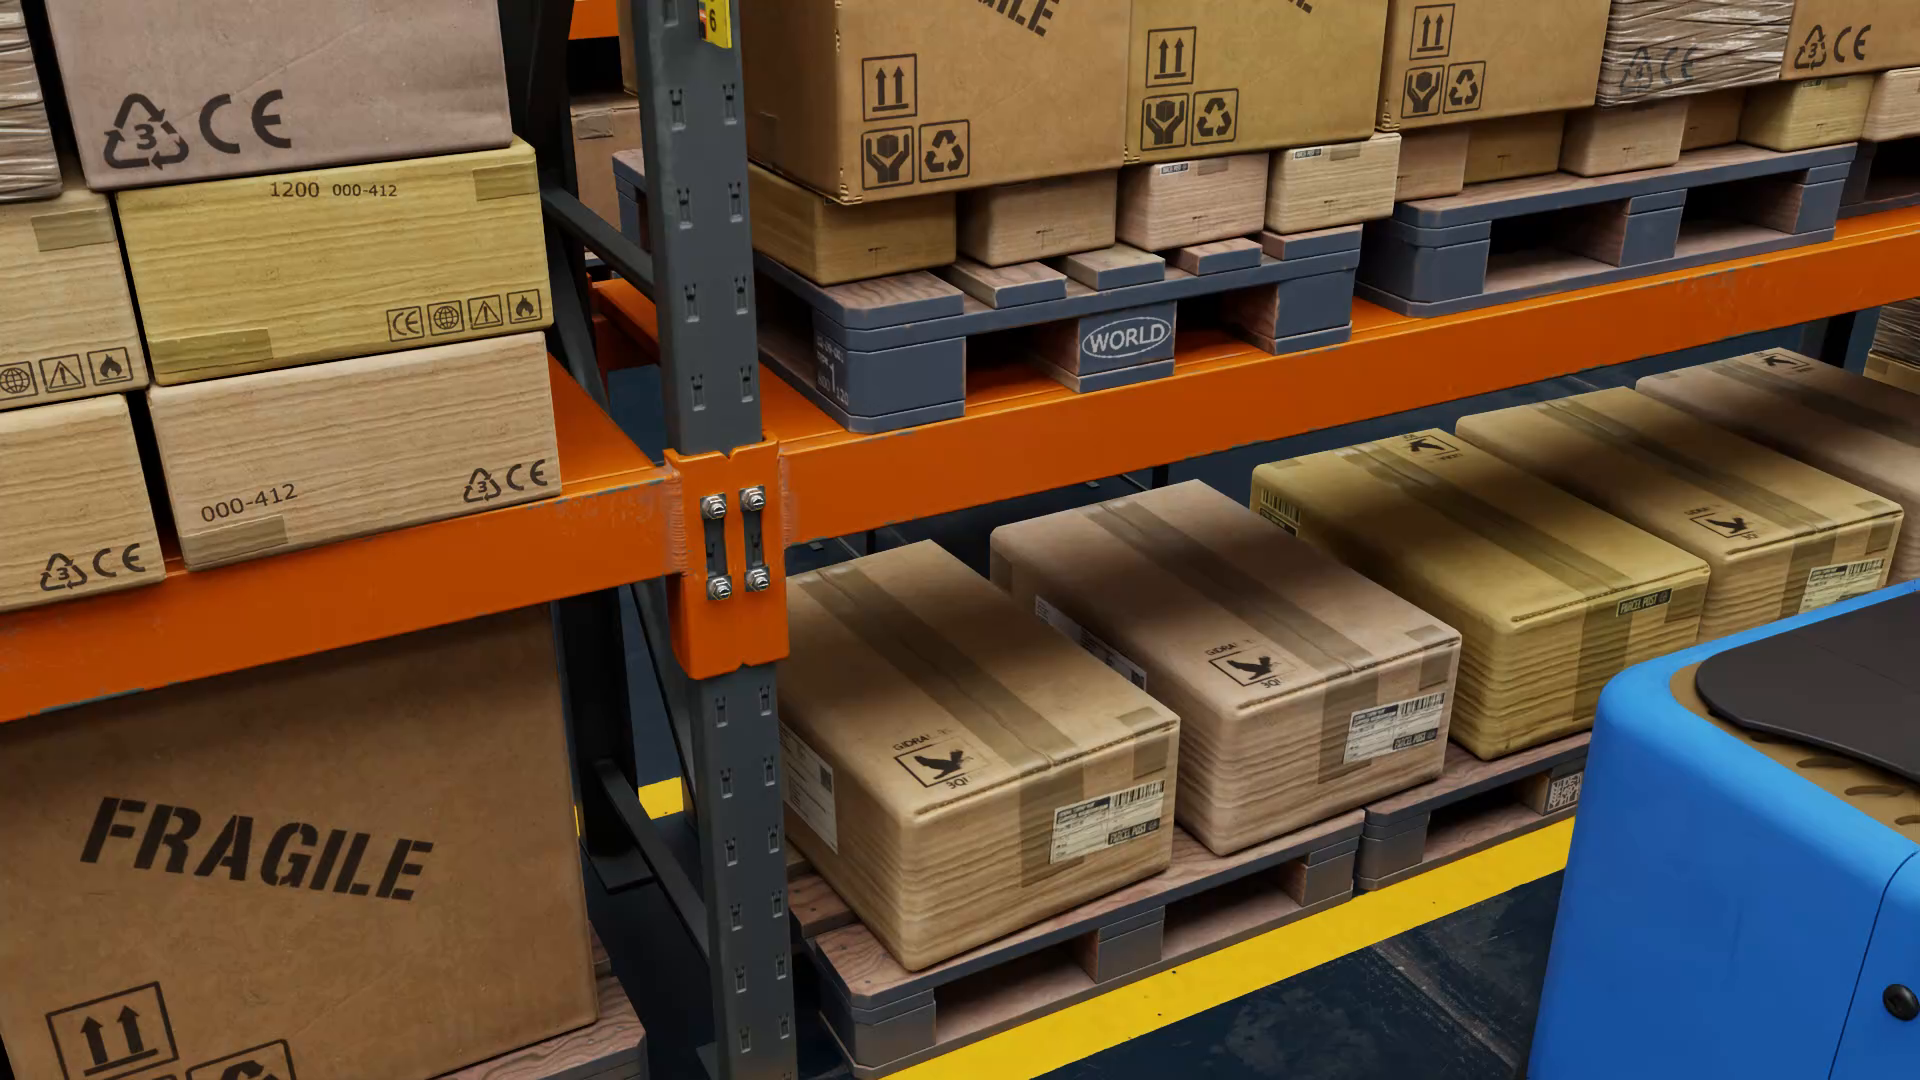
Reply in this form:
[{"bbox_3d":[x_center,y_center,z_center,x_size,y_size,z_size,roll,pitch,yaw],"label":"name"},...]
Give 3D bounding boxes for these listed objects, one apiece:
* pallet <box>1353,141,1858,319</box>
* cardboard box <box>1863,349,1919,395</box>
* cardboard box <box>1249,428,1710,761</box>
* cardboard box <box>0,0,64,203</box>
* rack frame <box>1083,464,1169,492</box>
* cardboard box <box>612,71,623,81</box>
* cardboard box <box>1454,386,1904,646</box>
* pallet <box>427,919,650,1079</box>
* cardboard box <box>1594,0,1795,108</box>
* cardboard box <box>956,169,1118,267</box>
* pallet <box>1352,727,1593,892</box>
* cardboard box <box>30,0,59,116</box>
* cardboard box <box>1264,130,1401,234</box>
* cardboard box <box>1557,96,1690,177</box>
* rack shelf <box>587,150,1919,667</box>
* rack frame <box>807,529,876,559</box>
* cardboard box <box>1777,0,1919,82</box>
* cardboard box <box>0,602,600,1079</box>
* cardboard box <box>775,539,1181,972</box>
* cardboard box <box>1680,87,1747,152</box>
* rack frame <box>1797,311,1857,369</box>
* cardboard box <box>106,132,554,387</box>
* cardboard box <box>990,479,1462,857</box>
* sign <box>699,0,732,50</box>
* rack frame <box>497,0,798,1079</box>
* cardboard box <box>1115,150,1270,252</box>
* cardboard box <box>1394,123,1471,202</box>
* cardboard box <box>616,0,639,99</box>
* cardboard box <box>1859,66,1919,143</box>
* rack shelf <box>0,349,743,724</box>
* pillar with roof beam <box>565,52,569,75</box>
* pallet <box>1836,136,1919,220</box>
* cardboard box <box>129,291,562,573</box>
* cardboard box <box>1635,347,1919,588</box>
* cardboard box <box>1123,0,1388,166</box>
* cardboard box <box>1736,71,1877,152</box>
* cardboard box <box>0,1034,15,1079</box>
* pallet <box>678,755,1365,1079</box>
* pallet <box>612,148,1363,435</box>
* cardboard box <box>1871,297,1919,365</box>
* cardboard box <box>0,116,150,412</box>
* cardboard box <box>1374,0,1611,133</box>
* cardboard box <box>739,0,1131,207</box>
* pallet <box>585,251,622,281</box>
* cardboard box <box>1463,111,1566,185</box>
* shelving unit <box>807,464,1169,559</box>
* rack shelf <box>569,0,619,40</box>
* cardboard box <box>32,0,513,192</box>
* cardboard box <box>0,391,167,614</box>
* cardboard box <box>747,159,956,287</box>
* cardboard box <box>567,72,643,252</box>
[{"bbox_3d":[1.145,-0.816,3.705,1.213,0.211,1.003,-13,29,-25],"label":"pallet"},{"bbox_3d":[3.342,-0.471,5.457,0.500,0.250,0.500,-12,28,-23],"label":"cardboard box"},{"bbox_3d":[1.240,0.095,4.137,0.625,0.372,0.950,-12,28,-23],"label":"cardboard box"},{"bbox_3d":[-1.364,-0.666,1.902,0.500,0.500,0.500,-12,28,-24],"label":"cardboard box"},{"bbox_3d":[0.524,-0.797,5.177,0.032,1.500,0.500,-13,29,-25],"label":"rack frame"},{"bbox_3d":[-1.198,-1.892,7.984,0.625,0.625,0.875,-14,29,-27],"label":"cardboard box"},{"bbox_3d":[1.853,-0.047,4.434,0.625,0.372,0.950,-11,28,-22],"label":"cardboard box"},{"bbox_3d":[-1.314,0.905,3.120,1.213,0.211,1.003,-13,29,-25],"label":"pallet"},{"bbox_3d":[1.290,-1.174,3.284,0.500,0.500,0.500,-14,29,-27],"label":"cardboard box"},{"bbox_3d":[0.057,-0.599,2.838,0.250,0.149,0.380,-15,29,-28],"label":"cardboard box"},{"bbox_3d":[1.183,0.368,4.239,1.213,0.211,1.003,-13,29,-25],"label":"pallet"},{"bbox_3d":[-1.566,-0.867,2.320,0.500,0.500,0.500,-13,28,-25],"label":"cardboard box"},{"bbox_3d":[0.573,-0.686,3.018,0.250,0.149,0.380,-13,28,-25],"label":"cardboard box"},{"bbox_3d":[1.241,-0.865,3.392,0.250,0.149,0.380,-12,28,-23],"label":"cardboard box"},{"bbox_3d":[1.182,-0.566,3.795,4.000,0.370,1.077,-13,29,-25],"label":"rack shelf"},{"bbox_3d":[-0.373,-0.590,4.746,0.032,1.500,0.500,-13,29,-25],"label":"rack frame"},{"bbox_3d":[1.752,-1.281,3.507,0.500,0.500,0.500,-12,28,-23],"label":"cardboard box"},{"bbox_3d":[-1.231,0.394,2.933,0.875,0.875,0.875,-13,29,-26],"label":"cardboard box"},{"bbox_3d":[-0.079,0.401,3.501,0.625,0.372,0.950,-15,30,-29],"label":"cardboard box"},{"bbox_3d":[1.435,-0.947,3.562,0.250,0.149,0.380,-14,29,-27],"label":"cardboard box"},{"bbox_3d":[2.947,-1.298,4.488,0.127,3.000,1.000,-13,29,-25],"label":"rack frame"},{"bbox_3d":[-0.890,-0.445,2.308,0.500,0.250,0.500,-13,29,-25],"label":"cardboard box"},{"bbox_3d":[0.568,0.247,3.820,0.625,0.372,0.950,-14,29,-26],"label":"cardboard box"},{"bbox_3d":[-0.318,-0.794,2.101,0.005,0.325,0.100,-13,29,-25],"label":"sign"},{"bbox_3d":[-0.582,-0.483,2.791,0.127,3.000,1.000,-13,29,-25],"label":"rack frame"},{"bbox_3d":[0.320,-0.638,2.917,0.250,0.149,0.380,-15,29,-28],"label":"cardboard box"},{"bbox_3d":[0.749,-0.765,3.182,0.250,0.149,0.380,-11,28,-22],"label":"cardboard box"},{"bbox_3d":[-0.312,-1.051,3.028,0.500,0.500,0.500,-14,29,-27],"label":"cardboard box"},{"bbox_3d":[1.948,-0.998,3.667,0.250,0.149,0.380,-13,28,-25],"label":"cardboard box"},{"bbox_3d":[-2.347,0.248,2.099,4.000,0.370,1.077,-13,29,-25],"label":"rack shelf"},{"bbox_3d":[-0.169,-4.048,3.285,0.400,9.000,9.100,-13,29,-25],"label":"pillar with roof beam"},{"bbox_3d":[2.204,-1.112,4.321,1.213,0.211,1.003,-13,29,-25],"label":"pallet"},{"bbox_3d":[-0.906,-0.214,2.403,0.500,0.250,0.500,-14,29,-27],"label":"cardboard box"},{"bbox_3d":[2.485,-0.195,4.741,0.625,0.372,0.950,-13,28,-24],"label":"cardboard box"},{"bbox_3d":[0.380,-0.964,2.848,0.500,0.500,0.500,-11,28,-22],"label":"cardboard box"},{"bbox_3d":[1.716,-0.962,3.592,0.250,0.149,0.380,-13,29,-25],"label":"cardboard box"},{"bbox_3d":[-2.020,0.574,2.558,0.875,0.875,0.875,-13,28,-24],"label":"cardboard box"},{"bbox_3d":[0.108,0.615,3.725,1.213,0.211,1.003,-13,29,-25],"label":"pallet"},{"bbox_3d":[-0.004,-0.583,3.220,1.003,0.211,1.213,-13,29,-25],"label":"pallet"},{"bbox_3d":[3.343,-0.809,5.294,0.500,0.500,0.500,-13,29,-26],"label":"cardboard box"},{"bbox_3d":[-1.341,-0.340,2.087,0.500,0.250,0.500,-14,29,-26],"label":"cardboard box"},{"bbox_3d":[0.845,-1.075,3.078,0.500,0.500,0.500,-12,28,-24],"label":"cardboard box"},{"bbox_3d":[-0.076,-0.855,2.621,0.500,0.500,0.500,-14,29,-27],"label":"cardboard box"},{"bbox_3d":[-2.177,-1.274,7.660,1.213,0.211,1.003,-13,29,-25],"label":"pallet"},{"bbox_3d":[0.979,-0.837,3.333,0.250,0.149,0.380,-12,28,-23],"label":"cardboard box"},{"bbox_3d":[0.075,-0.693,4.962,1.048,1.500,0.538,-13,29,-25],"label":"shelving unit"},{"bbox_3d":[-1.157,-2.461,7.742,4.000,0.370,1.077,-13,29,-25],"label":"rack shelf"},{"bbox_3d":[-0.916,-0.774,2.126,0.500,0.500,0.500,-14,29,-26],"label":"cardboard box"},{"bbox_3d":[-1.350,-0.104,2.173,0.500,0.250,0.500,-12,28,-24],"label":"cardboard box"},{"bbox_3d":[-0.208,-0.555,2.745,0.250,0.149,0.380,-15,29,-28],"label":"cardboard box"},{"bbox_3d":[-1.792,-1.755,7.698,0.625,0.625,0.875,-12,28,-23],"label":"cardboard box"}]
